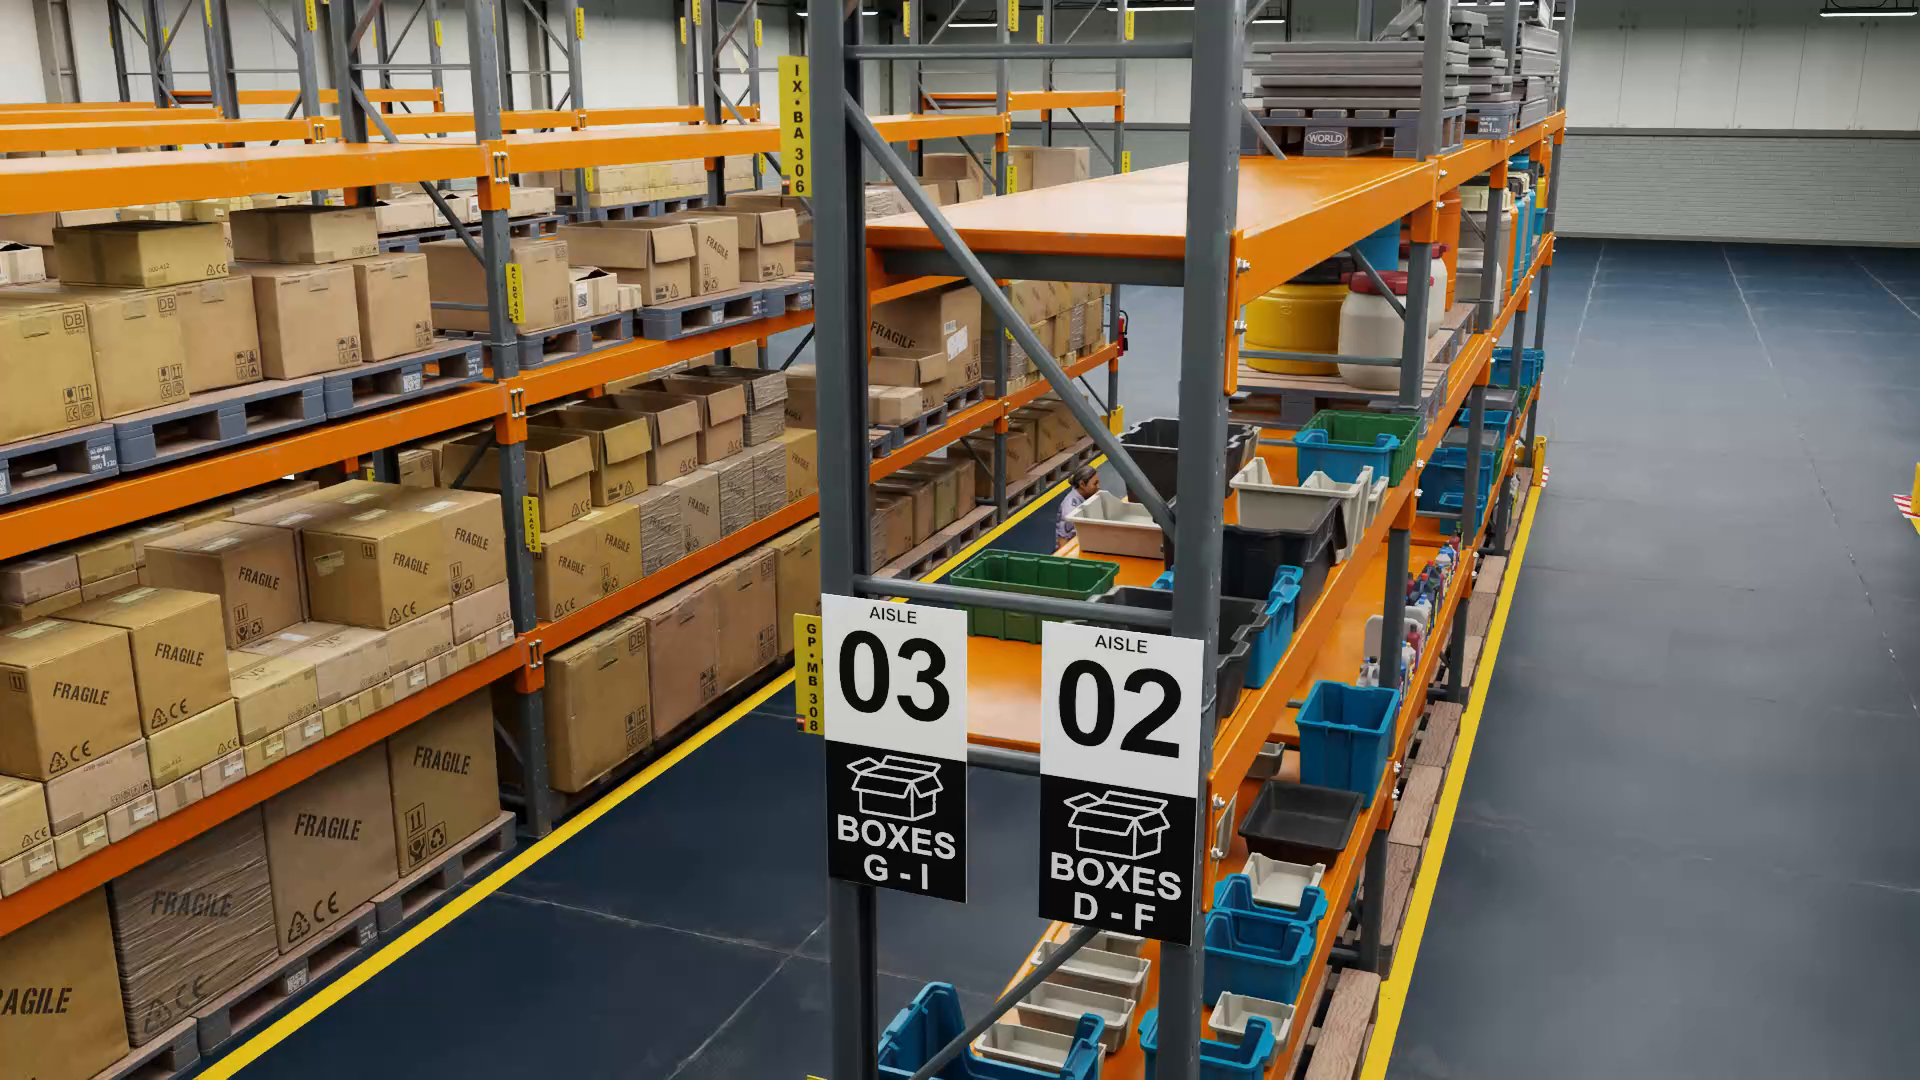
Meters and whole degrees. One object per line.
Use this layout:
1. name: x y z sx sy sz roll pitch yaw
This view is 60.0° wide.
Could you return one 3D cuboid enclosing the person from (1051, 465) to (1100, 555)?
1. person: 0.874 0.233 12.699 0.367 1.652 0.554 6 16 19
